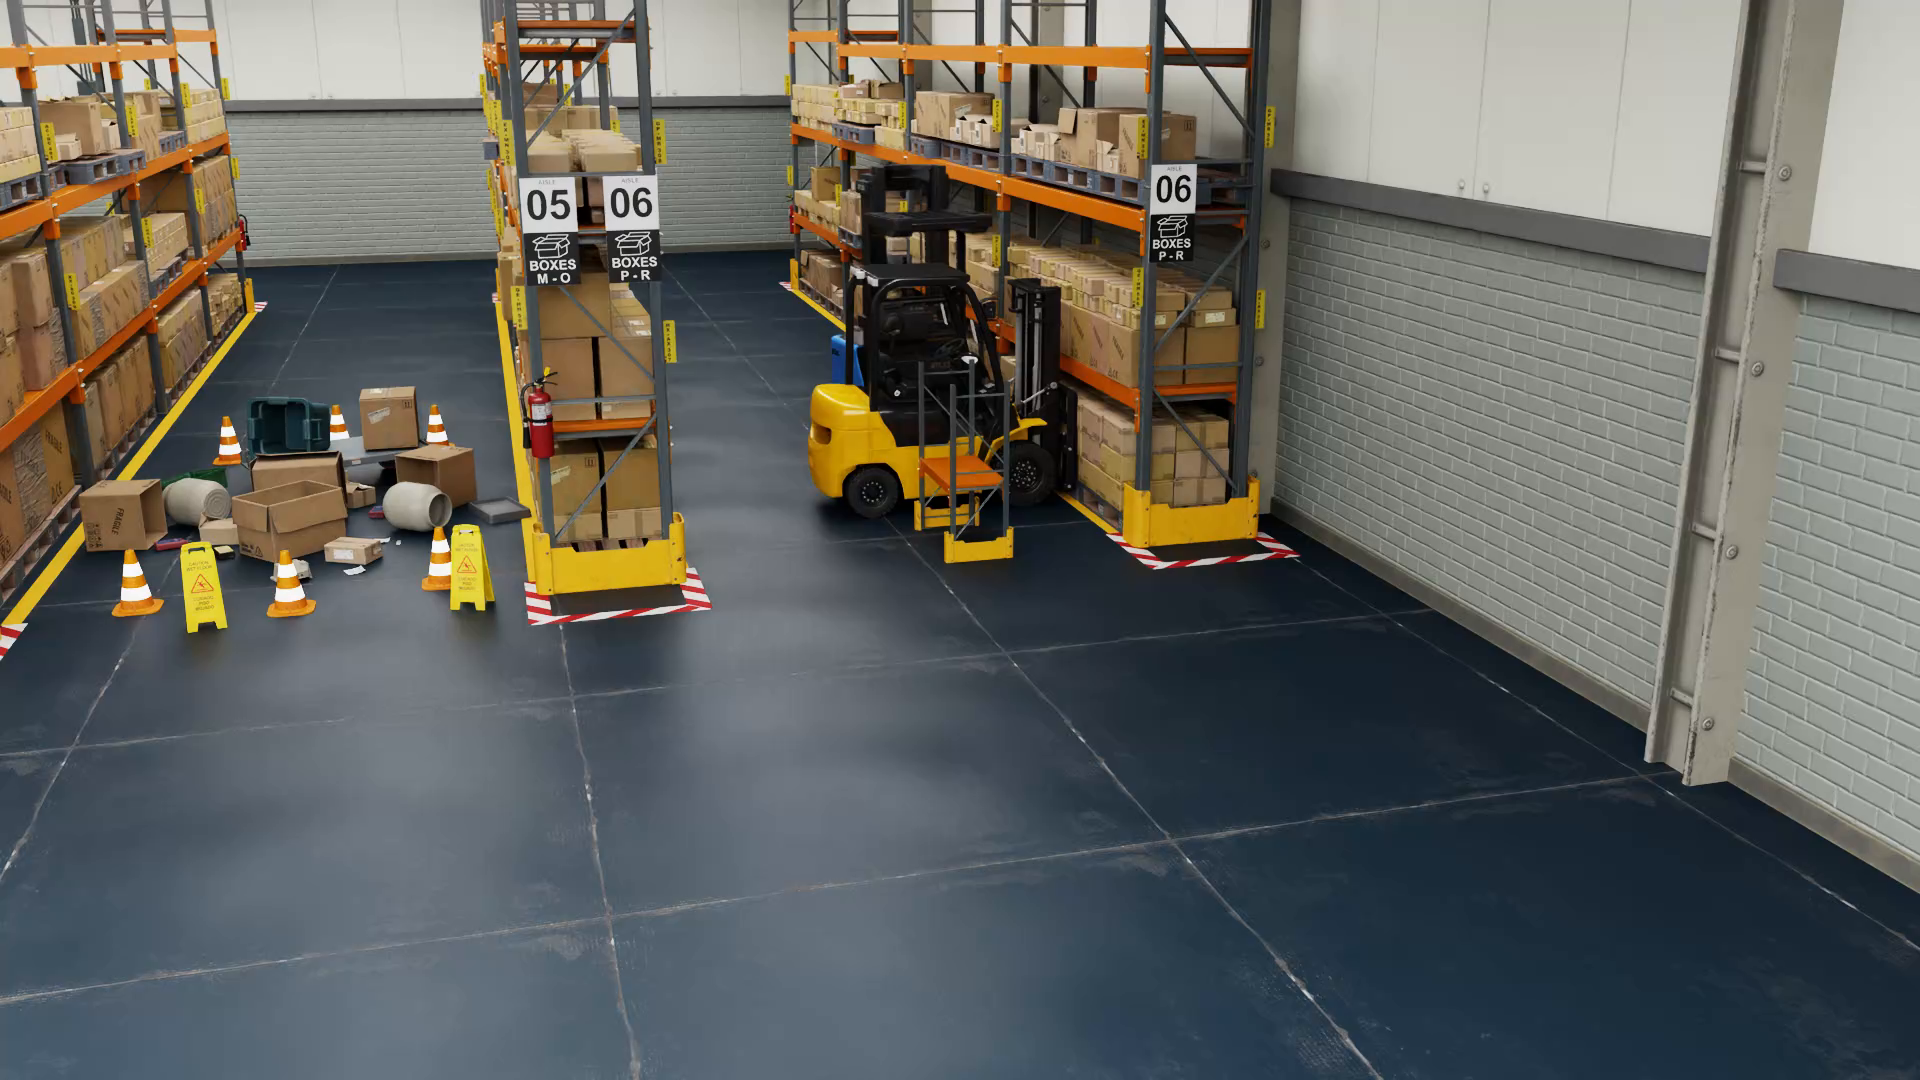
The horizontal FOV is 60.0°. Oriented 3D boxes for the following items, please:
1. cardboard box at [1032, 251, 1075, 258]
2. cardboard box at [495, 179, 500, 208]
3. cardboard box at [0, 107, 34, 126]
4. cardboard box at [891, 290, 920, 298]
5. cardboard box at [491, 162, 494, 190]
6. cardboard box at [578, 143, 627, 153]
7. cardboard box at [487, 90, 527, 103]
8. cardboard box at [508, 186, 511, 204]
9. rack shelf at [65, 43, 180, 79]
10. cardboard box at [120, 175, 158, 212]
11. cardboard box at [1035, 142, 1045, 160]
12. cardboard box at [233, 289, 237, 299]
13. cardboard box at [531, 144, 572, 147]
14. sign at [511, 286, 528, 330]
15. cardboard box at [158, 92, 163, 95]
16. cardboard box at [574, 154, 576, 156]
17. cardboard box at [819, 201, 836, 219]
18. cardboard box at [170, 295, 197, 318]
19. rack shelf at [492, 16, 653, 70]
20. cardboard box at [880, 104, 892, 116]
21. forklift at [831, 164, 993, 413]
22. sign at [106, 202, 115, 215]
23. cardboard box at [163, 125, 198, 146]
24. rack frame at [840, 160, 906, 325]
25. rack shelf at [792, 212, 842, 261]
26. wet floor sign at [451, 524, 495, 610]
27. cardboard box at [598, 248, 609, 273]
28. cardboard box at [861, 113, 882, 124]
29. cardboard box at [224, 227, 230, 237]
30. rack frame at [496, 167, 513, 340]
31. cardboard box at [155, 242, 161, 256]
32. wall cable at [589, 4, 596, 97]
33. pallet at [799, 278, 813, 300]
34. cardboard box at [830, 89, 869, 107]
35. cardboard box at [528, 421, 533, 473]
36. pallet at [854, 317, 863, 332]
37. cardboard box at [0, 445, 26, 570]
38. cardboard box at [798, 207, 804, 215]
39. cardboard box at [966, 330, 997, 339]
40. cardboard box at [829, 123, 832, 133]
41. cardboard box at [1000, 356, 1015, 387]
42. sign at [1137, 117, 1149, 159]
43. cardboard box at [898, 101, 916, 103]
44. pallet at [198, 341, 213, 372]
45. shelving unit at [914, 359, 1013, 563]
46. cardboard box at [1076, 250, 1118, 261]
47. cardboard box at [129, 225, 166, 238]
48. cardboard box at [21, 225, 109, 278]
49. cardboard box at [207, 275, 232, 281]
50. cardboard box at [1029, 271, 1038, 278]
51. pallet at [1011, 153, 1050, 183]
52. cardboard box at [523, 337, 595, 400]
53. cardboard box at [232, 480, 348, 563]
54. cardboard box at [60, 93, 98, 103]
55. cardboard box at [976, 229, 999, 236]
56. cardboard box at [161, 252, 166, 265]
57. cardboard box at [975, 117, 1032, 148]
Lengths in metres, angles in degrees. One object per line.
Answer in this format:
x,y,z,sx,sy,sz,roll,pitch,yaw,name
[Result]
0.945,-2.827,16.829,0.380,0.149,0.250,-5,17,-16,cardboard box
-6.220,-4.774,23.219,0.500,0.500,0.500,-4,17,-15,cardboard box
-8.191,-3.631,14.257,0.380,0.149,0.250,-5,17,-16,cardboard box
-0.737,-3.336,22.831,0.380,0.149,0.250,-4,17,-14,cardboard box
-7.157,-5.727,26.392,0.500,0.500,0.500,-5,17,-17,cardboard box
-2.920,-3.164,13.606,0.380,0.149,0.250,-5,17,-16,cardboard box
-6.101,-5.810,22.464,0.500,0.500,0.500,-5,17,-16,cardboard box
-3.746,-3.026,14.534,0.380,0.149,0.250,-5,17,-16,cardboard box
-10.247,-5.756,19.918,1.077,0.370,4.000,-5,17,-15,rack shelf
-11.186,-4.750,22.623,0.500,0.500,0.500,-5,18,-17,cardboard box
0.948,-3.777,16.130,0.380,0.149,0.250,-4,17,-14,cardboard box
-11.332,-3.790,25.563,0.380,0.149,0.250,-5,18,-18,cardboard box
-3.346,-3.127,13.483,0.380,0.149,0.250,-5,17,-15,cardboard box
-3.306,-1.740,12.468,0.100,0.325,0.005,-5,17,-15,sign
-11.627,-6.334,23.810,0.380,0.149,0.250,-4,17,-13,cardboard box
-3.220,-3.303,14.764,0.500,0.250,0.500,-5,17,-16,cardboard box
-1.944,-5.254,26.471,0.500,0.250,0.500,-5,17,-16,cardboard box
-10.220,-3.006,21.557,0.500,0.250,0.500,-4,17,-13,cardboard box
-3.317,-4.153,13.890,1.077,0.370,4.000,-5,17,-15,rack shelf
-0.858,-5.738,22.176,0.380,0.149,0.250,-5,17,-16,cardboard box
-0.345,-2.292,16.987,1.130,2.935,3.031,-8,18,-24,forklift
-11.316,-4.342,22.188,0.100,0.325,0.005,-5,17,-15,sign
-10.670,-5.486,22.548,0.500,0.250,0.500,-4,17,-12,cardboard box
-1.293,-4.785,25.168,1.000,3.000,0.127,-5,17,-15,rack frame
-1.843,-4.994,27.113,1.077,0.370,4.000,-5,17,-15,rack shelf
-3.743,0.192,12.690,0.267,0.644,0.232,1,17,4,wet floor sign
-3.719,-2.723,16.881,0.500,0.500,0.500,-4,17,-14,cardboard box
-1.146,-5.813,22.909,0.380,0.149,0.250,-4,17,-14,cardboard box
-11.326,-4.682,25.261,0.380,0.149,0.250,-4,17,-14,cardboard box
-6.065,-4.392,23.858,1.000,3.000,0.127,-5,17,-15,rack frame
-9.927,-3.526,20.166,0.380,0.149,0.250,-5,17,-15,cardboard box
-8.274,-9.981,32.038,2.355,3.000,0.029,-5,17,-15,wall cable
-2.152,-4.314,28.449,1.003,0.211,1.213,-5,17,-15,pallet
-1.663,-6.652,25.045,0.500,0.250,0.500,-5,17,-15,cardboard box
-3.516,-0.801,14.650,0.500,0.500,0.500,-5,17,-17,cardboard box
-1.033,-3.227,24.830,1.003,0.211,1.213,-5,17,-15,pallet
-7.992,-0.262,13.074,0.875,0.875,0.875,-5,17,-16,cardboard box
-2.566,-5.659,28.512,0.380,0.149,0.250,-5,17,-16,cardboard box
0.337,-2.202,19.968,0.875,0.625,0.625,-5,18,-18,cardboard box
-1.806,-6.320,25.502,0.380,0.149,0.250,-4,17,-13,cardboard box
0.737,-1.777,17.464,0.500,0.250,0.500,-5,17,-16,cardboard box
1.479,-3.249,13.440,0.100,0.325,0.005,-5,17,-15,sign
-0.650,-5.995,22.997,0.380,0.149,0.250,-4,17,-14,cardboard box
-10.581,-2.422,22.147,1.003,0.211,1.213,-5,17,-15,pallet
0.021,-0.697,14.166,0.587,1.500,1.083,-5,17,-15,shelving unit
1.398,-2.864,16.954,0.380,0.149,0.250,-5,17,-16,cardboard box
-10.065,-3.807,20.586,0.380,0.149,0.250,-5,17,-16,cardboard box
-9.300,-2.986,17.267,0.700,0.500,0.500,-5,17,-16,cardboard box
-11.493,-3.999,25.742,0.380,0.149,0.250,-4,17,-14,cardboard box
0.908,-2.606,16.613,0.380,0.149,0.250,-4,17,-14,cardboard box
1.165,-3.732,16.604,1.003,0.211,1.213,-5,17,-15,pallet
-3.181,-1.391,13.178,0.500,0.500,0.500,-5,17,-16,cardboard box
-5.684,-0.162,14.118,0.637,0.503,0.797,11,20,32,cardboard box
-10.431,-5.162,19.706,0.396,0.266,0.258,-5,17,-15,cardboard box
0.414,-3.682,20.196,0.380,0.149,0.250,-5,17,-16,cardboard box
-9.992,-3.453,20.440,0.380,0.149,0.250,-4,17,-15,cardboard box
0.472,-4.396,17.910,0.500,0.311,0.500,-5,18,-17,cardboard box
